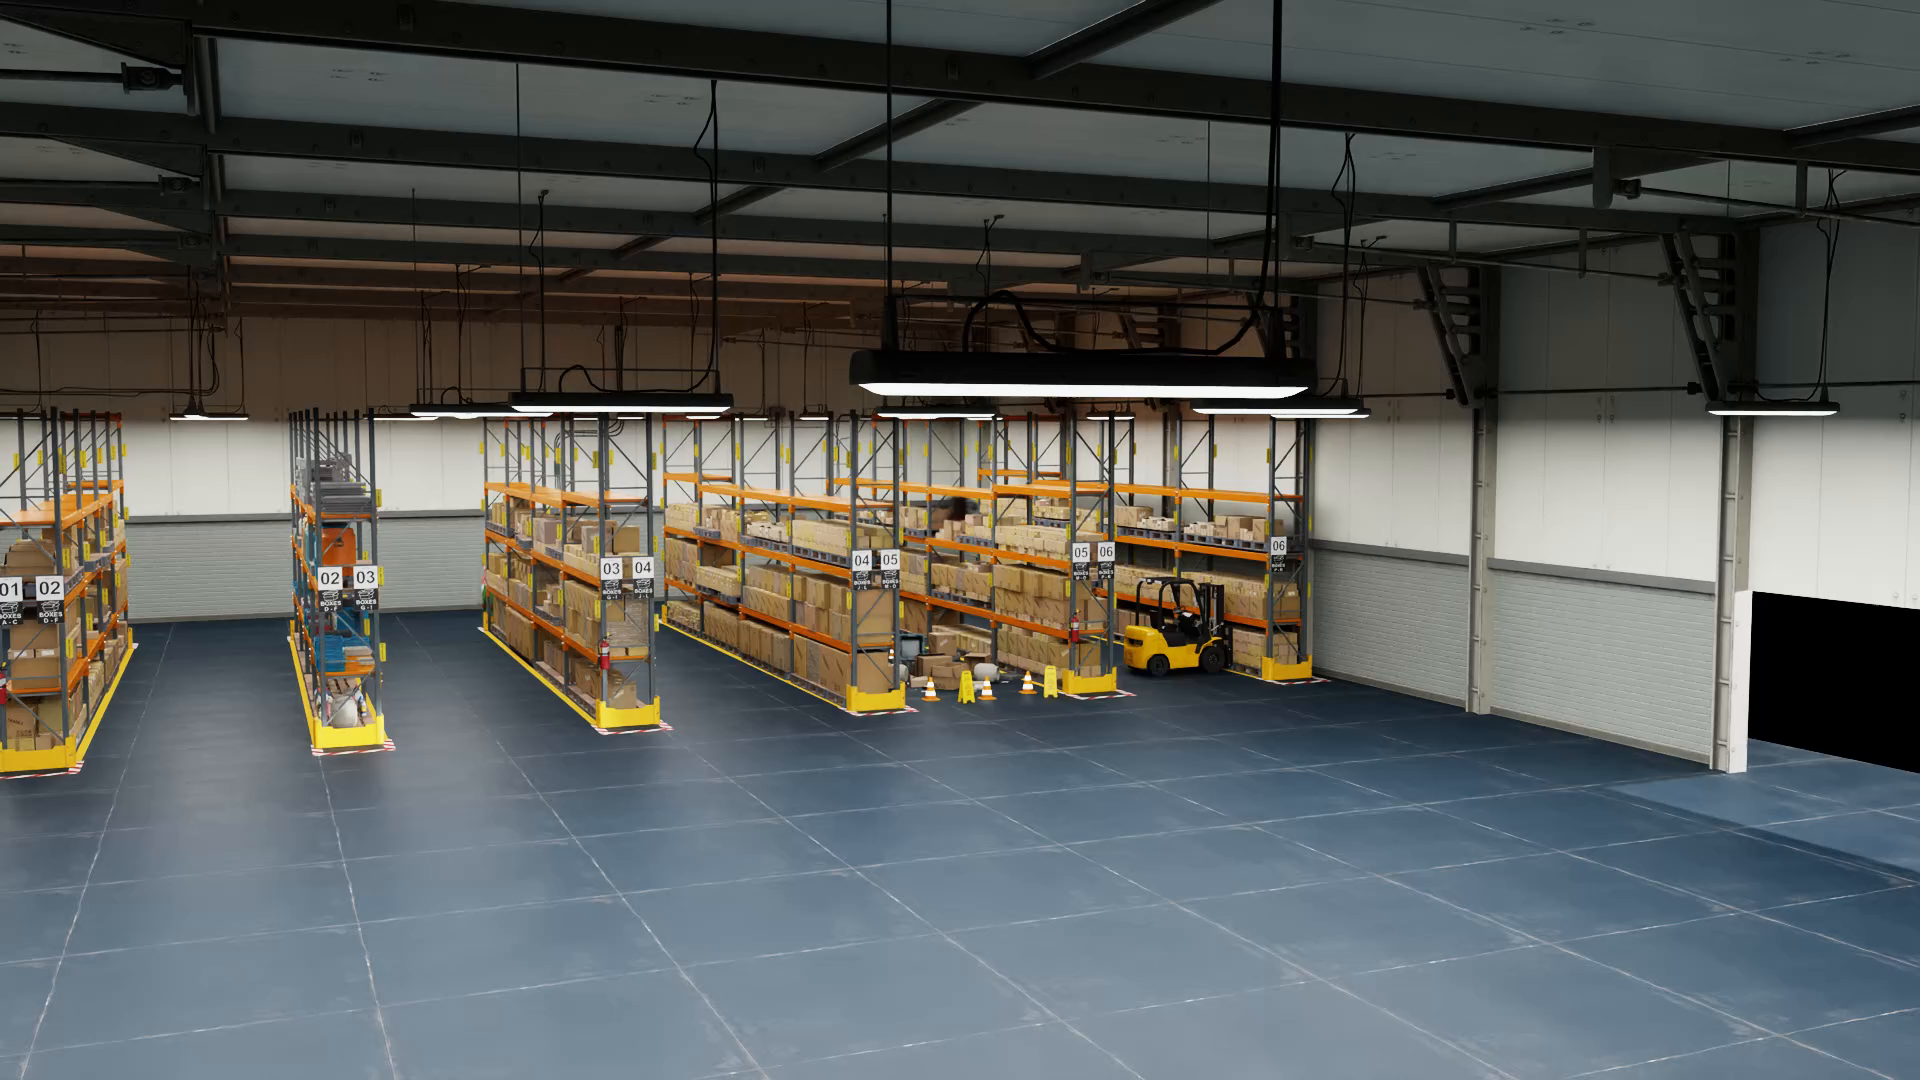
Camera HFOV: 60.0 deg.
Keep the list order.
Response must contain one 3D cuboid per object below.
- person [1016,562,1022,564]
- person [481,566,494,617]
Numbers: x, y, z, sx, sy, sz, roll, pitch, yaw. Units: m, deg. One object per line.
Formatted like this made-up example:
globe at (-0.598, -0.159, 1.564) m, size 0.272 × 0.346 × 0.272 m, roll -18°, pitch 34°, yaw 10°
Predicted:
person at (1.591, 1.432, 46.063) m, size 0.598 × 1.655 × 0.546 m, roll -2°, pitch 4°, yaw -22°
person at (-13.932, 1.400, 49.352) m, size 0.593 × 1.836 × 0.435 m, roll -1°, pitch 4°, yaw -8°
